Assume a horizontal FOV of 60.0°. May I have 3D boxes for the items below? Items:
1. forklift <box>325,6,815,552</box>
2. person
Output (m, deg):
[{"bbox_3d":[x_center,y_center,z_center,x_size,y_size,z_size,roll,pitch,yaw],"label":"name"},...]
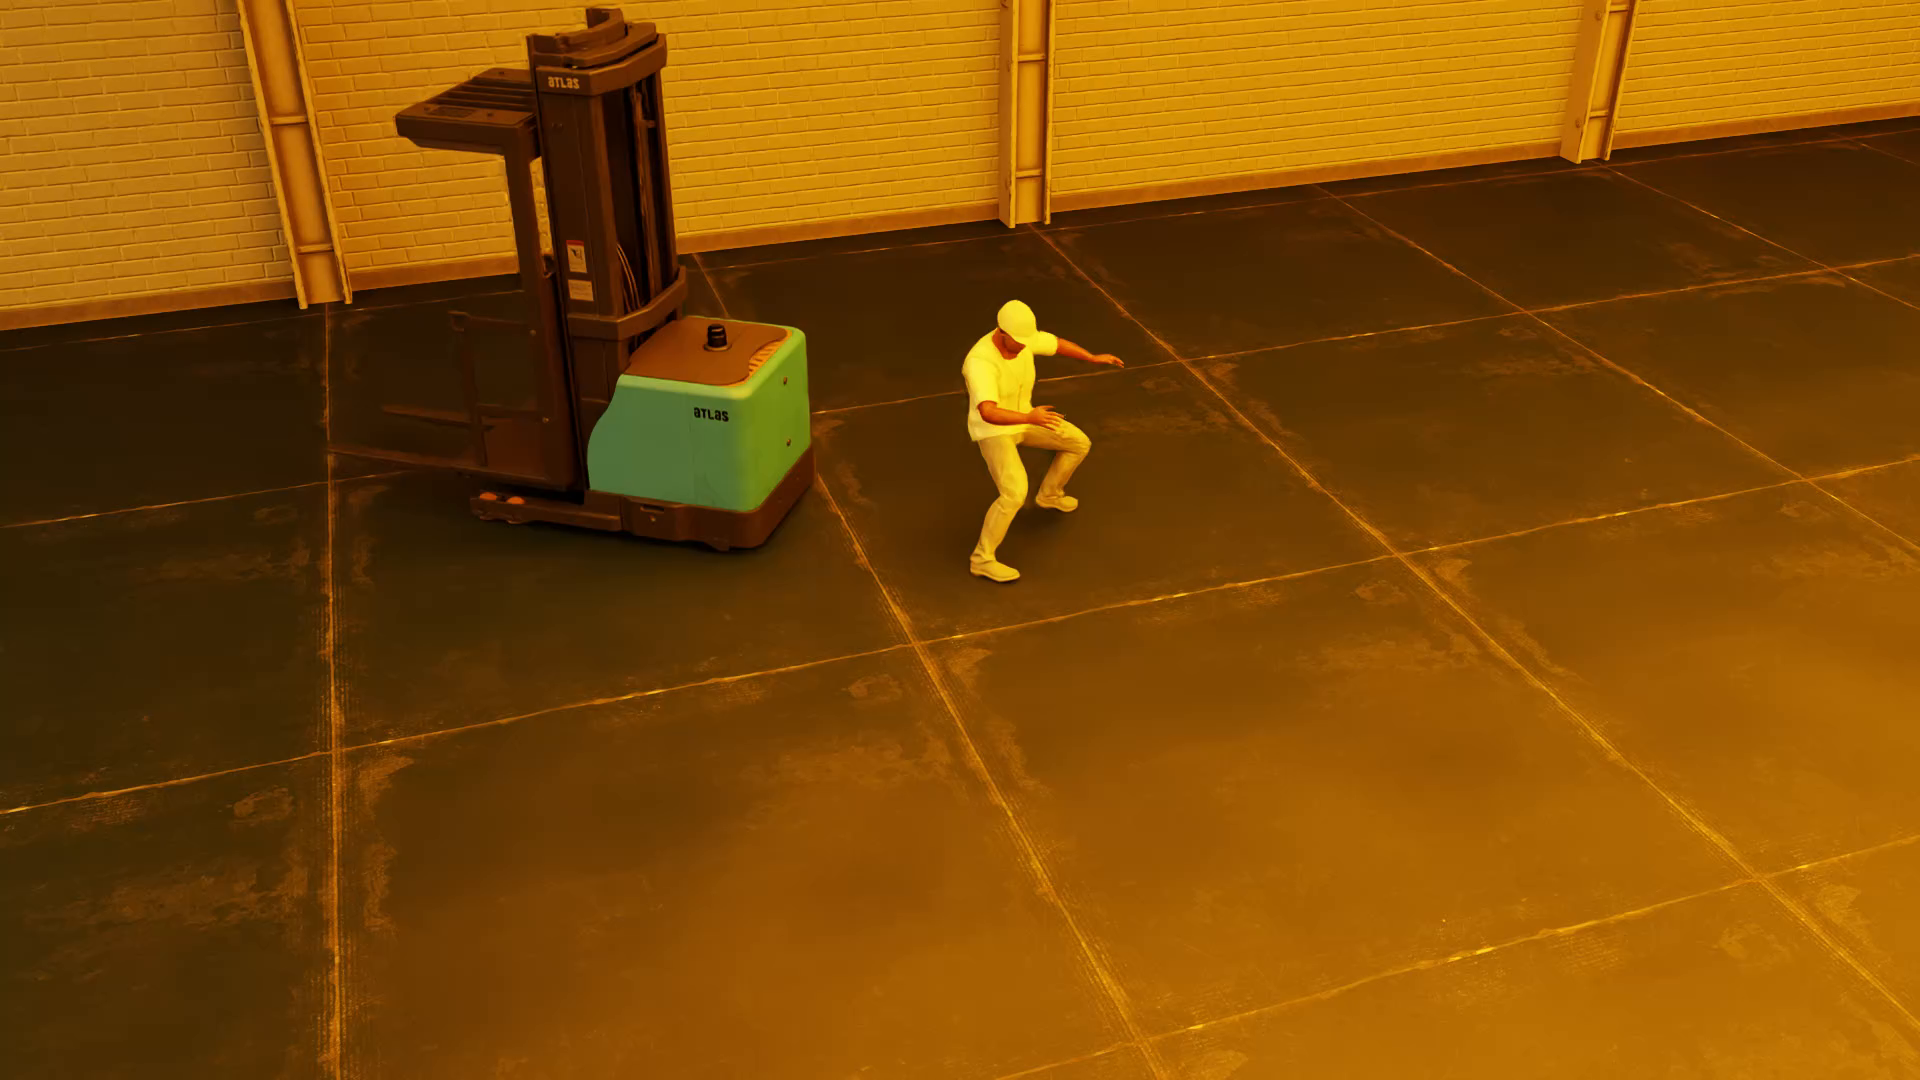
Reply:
[{"bbox_3d":[-2.500,-1.608,9.882,3.031,2.935,1.130,8,31,14],"label":"forklift"},{"bbox_3d":[0.416,-0.663,9.646,0.756,1.534,1.072,24,38,35],"label":"person"}]
